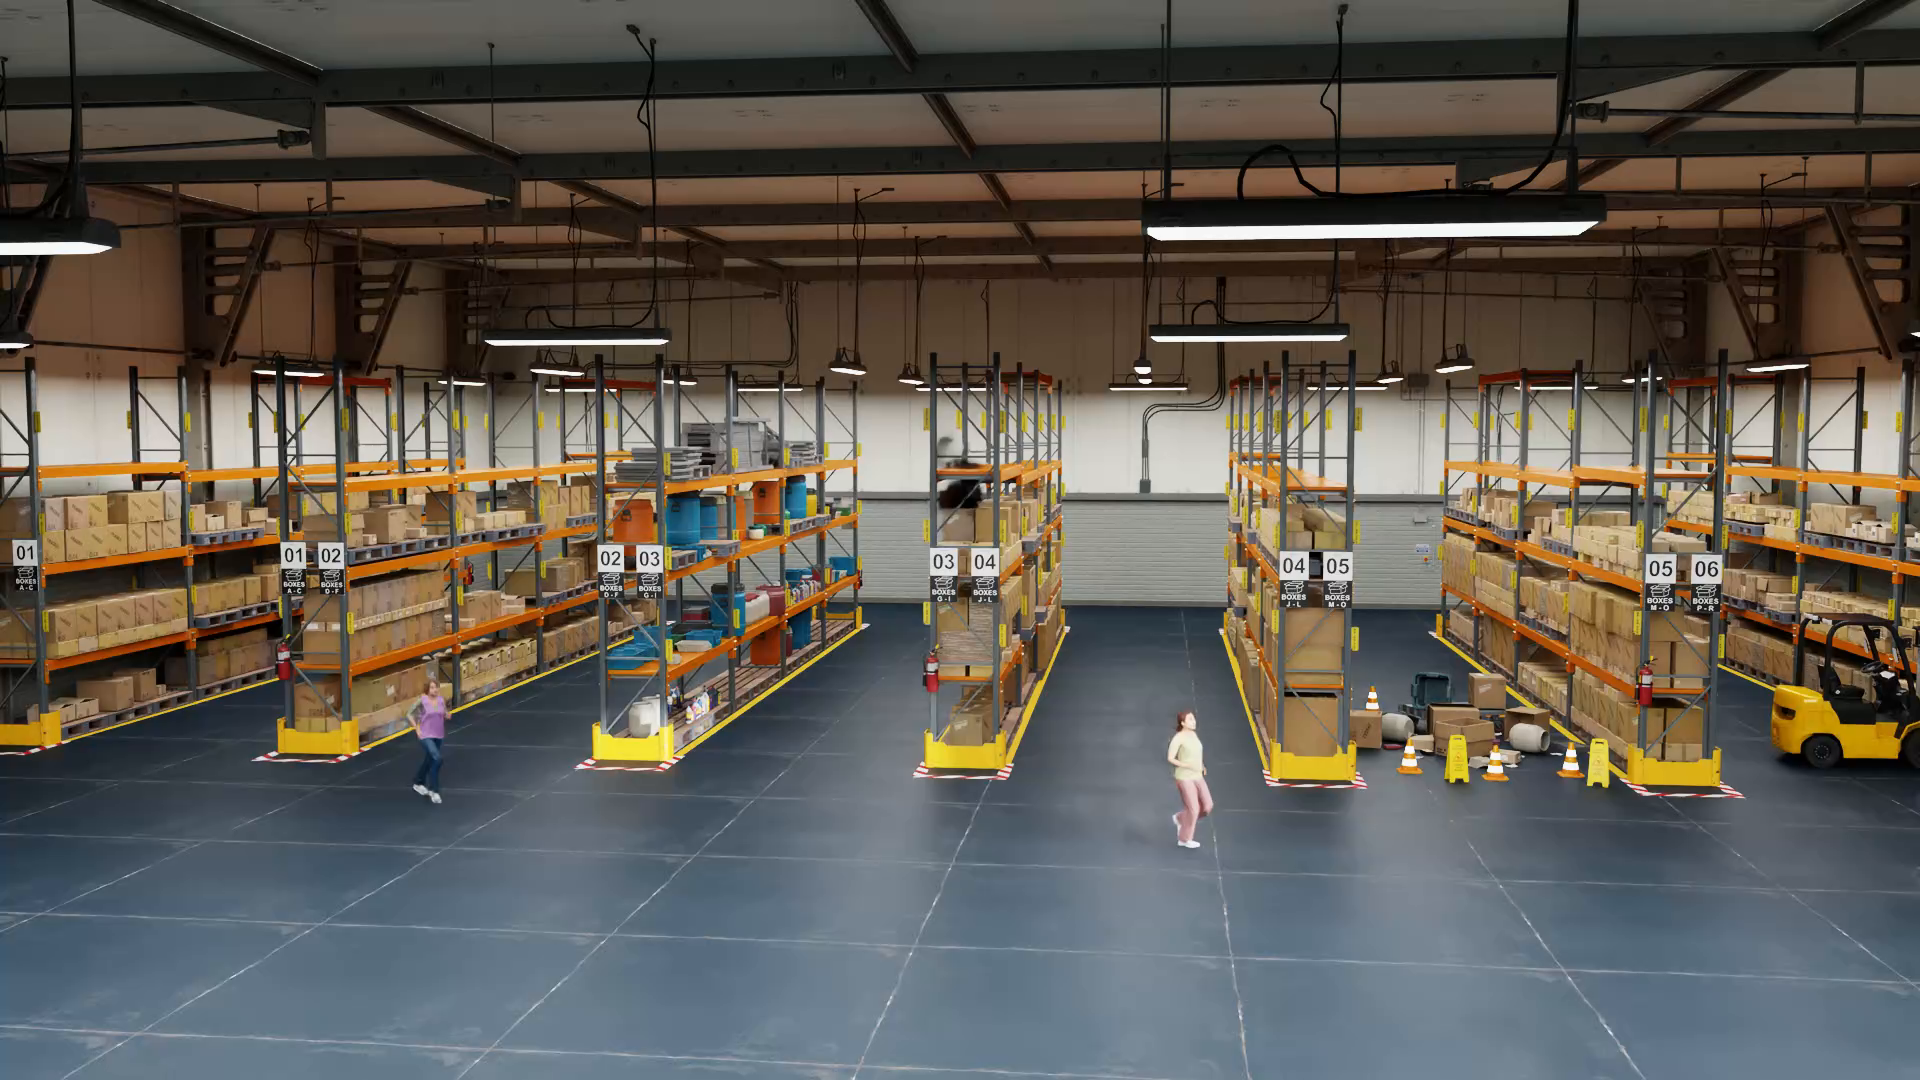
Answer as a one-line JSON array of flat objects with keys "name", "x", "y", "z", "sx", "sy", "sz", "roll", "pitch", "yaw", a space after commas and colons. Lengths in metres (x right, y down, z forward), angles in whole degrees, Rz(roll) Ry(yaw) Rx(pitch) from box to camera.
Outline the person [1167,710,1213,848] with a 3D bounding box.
[{"name": "person", "x": 2.691, "y": 2.810, "z": 19.564, "sx": 0.576, "sy": 1.609, "sz": 0.557, "roll": -4, "pitch": 6, "yaw": -43}]

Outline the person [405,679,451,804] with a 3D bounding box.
[{"name": "person", "x": -7.007, "y": 2.656, "z": 22.048, "sx": 0.716, "sy": 1.649, "sz": 0.508, "roll": 3, "pitch": 5, "yaw": 34}]
